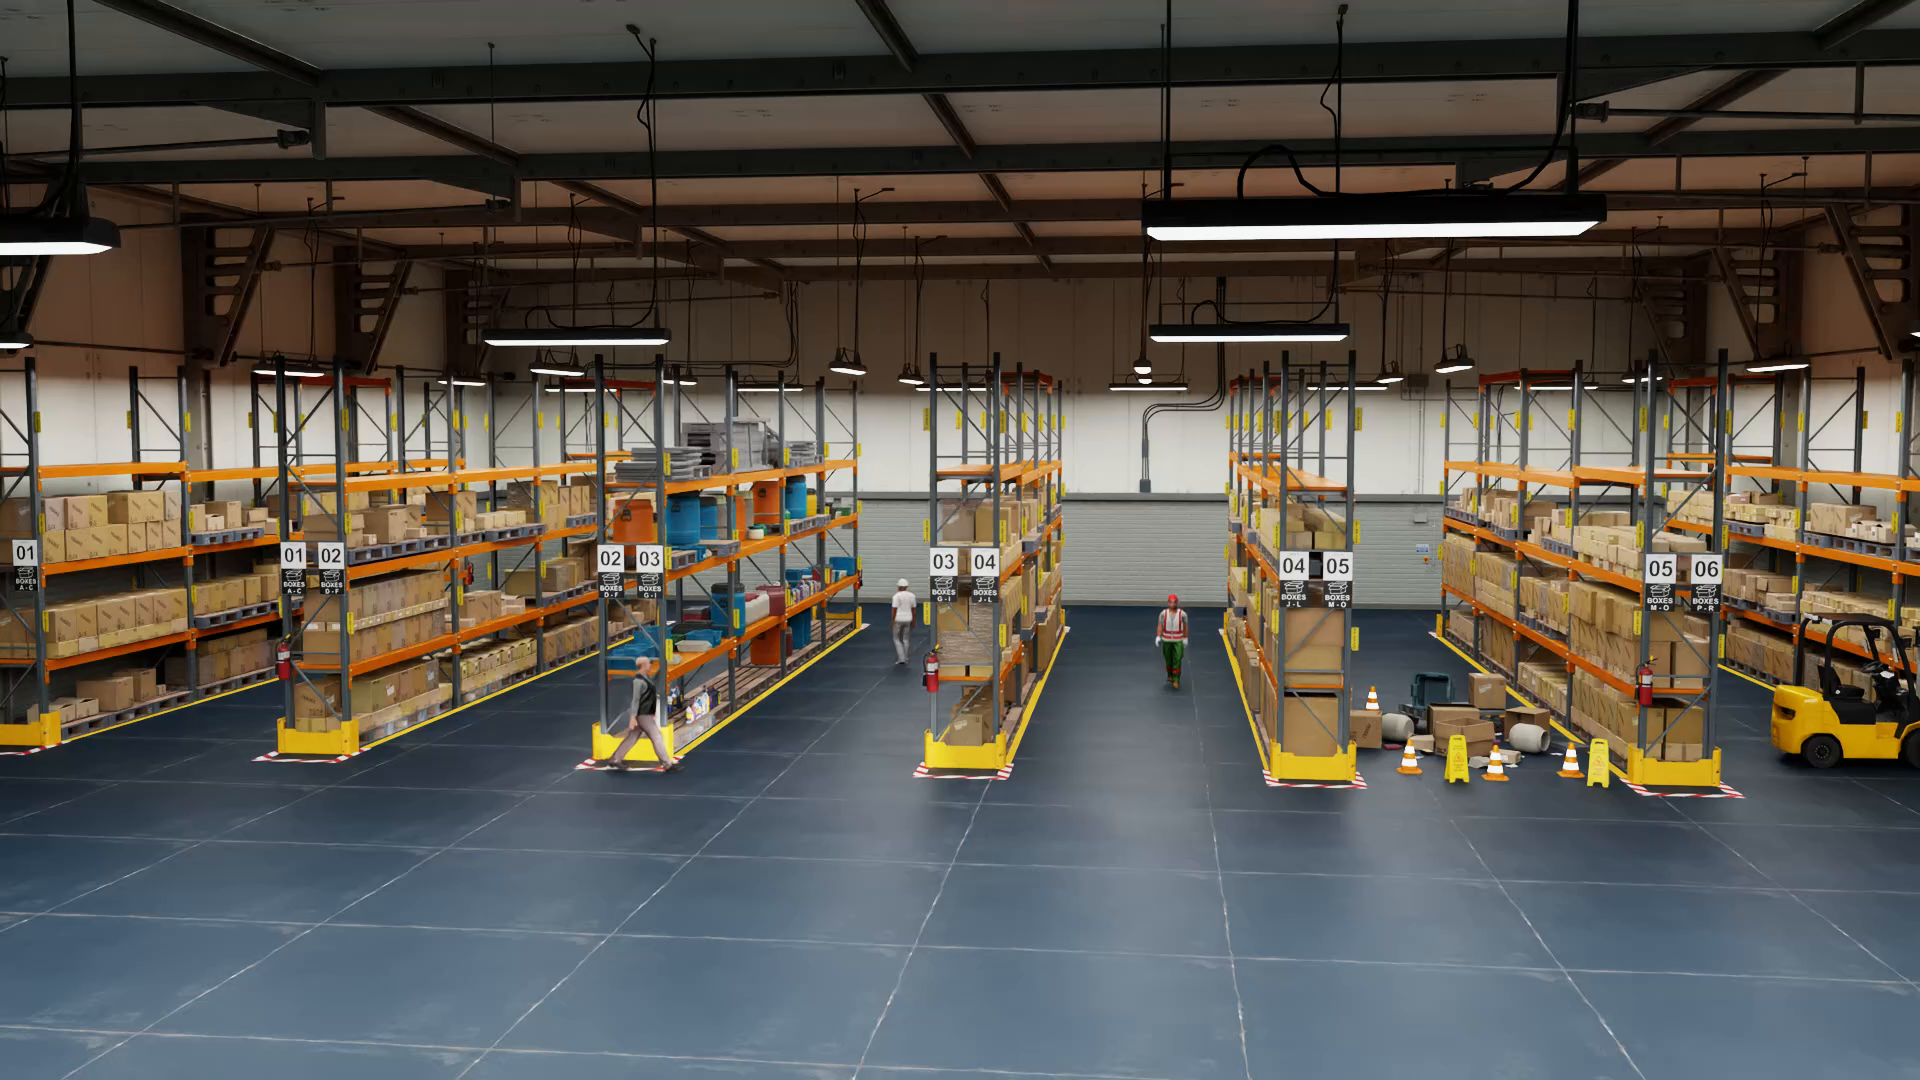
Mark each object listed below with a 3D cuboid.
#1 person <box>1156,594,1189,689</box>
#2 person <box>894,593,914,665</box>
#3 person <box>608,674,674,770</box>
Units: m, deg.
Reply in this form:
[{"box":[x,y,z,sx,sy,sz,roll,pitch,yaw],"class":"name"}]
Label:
[{"box":[4.007,1.892,31.415,0.609,1.726,1.067,1,4,9],"class":"person"},{"box":[-1.187,1.848,34.392,0.437,1.550,0.405,-2,5,-31],"class":"person"},{"box":[-4.568,2.580,23.761,0.939,1.370,0.446,-1,4,-7],"class":"person"}]
